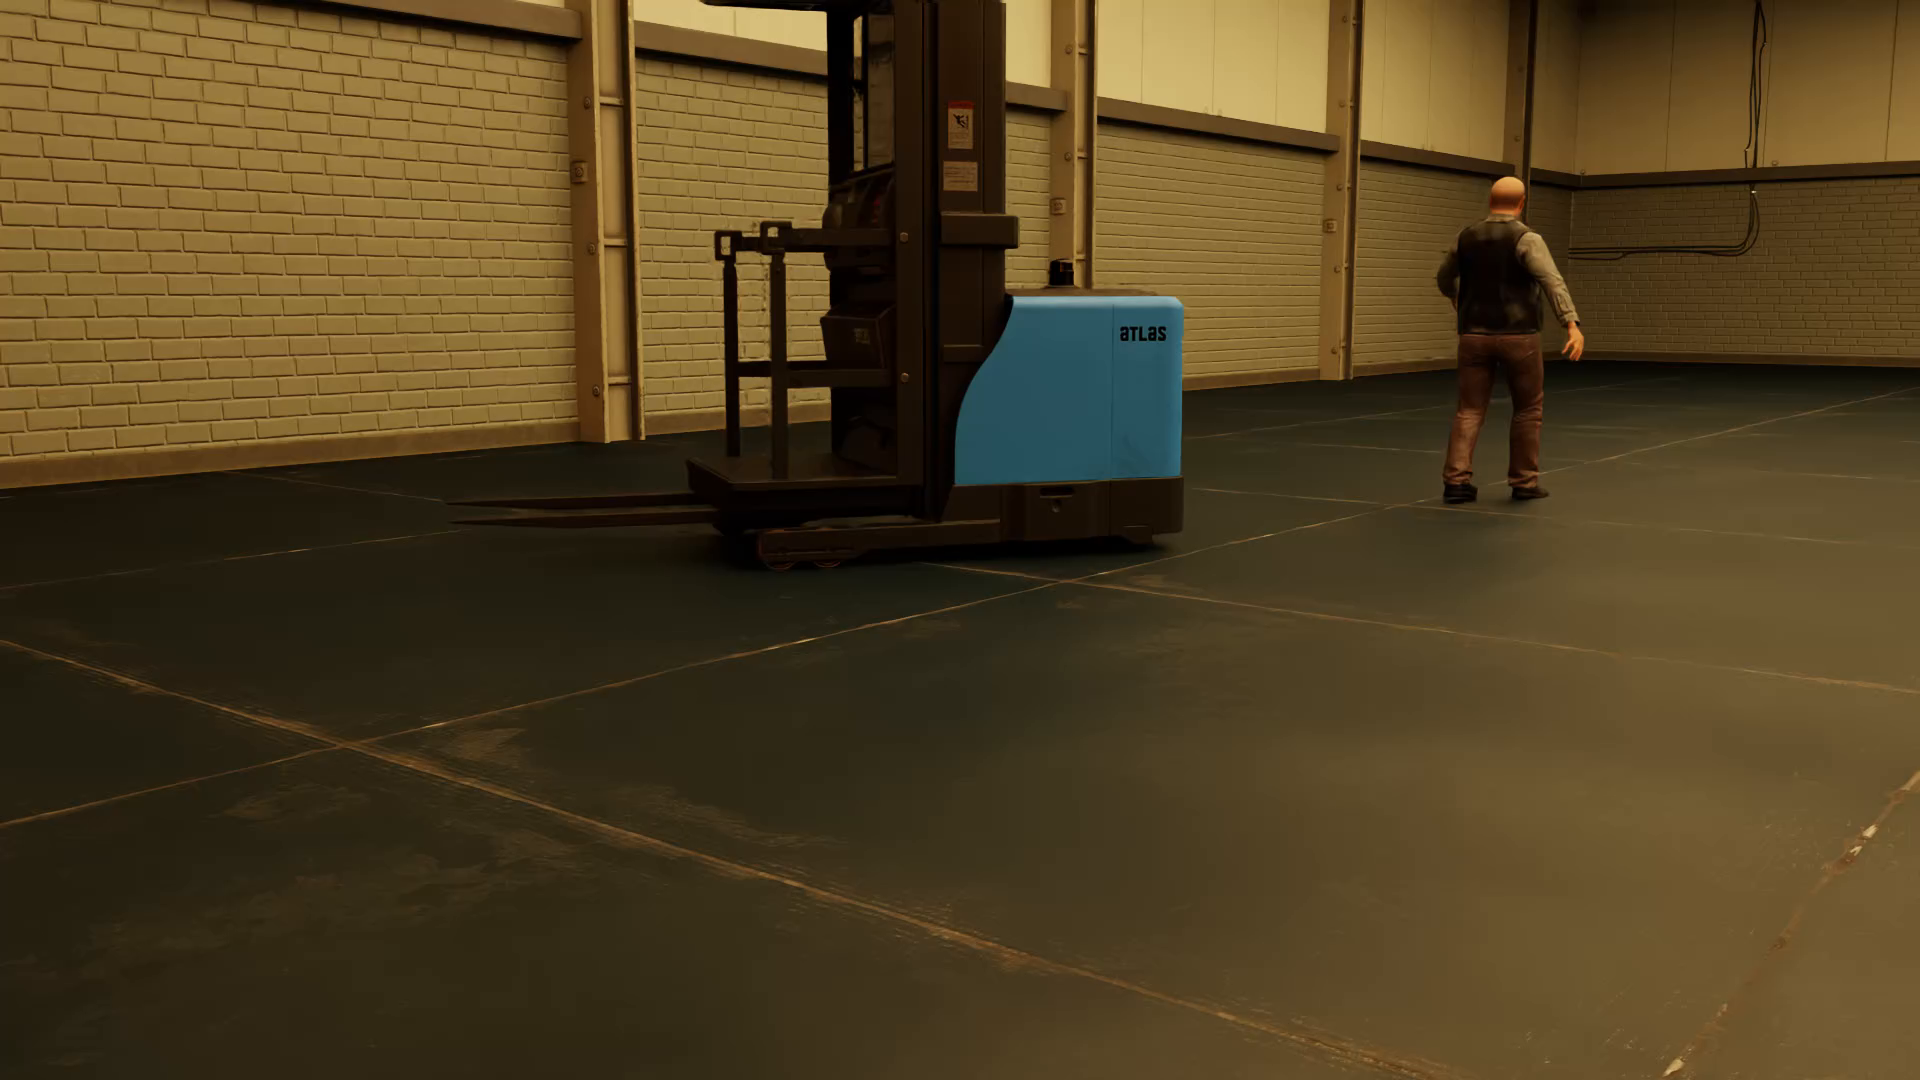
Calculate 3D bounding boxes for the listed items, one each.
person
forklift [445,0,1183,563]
[{"bbox_3d":[2.896,-0.993,8.777,0.943,1.591,0.756,8,11,42],"label":"person"},{"bbox_3d":[-0.613,-1.414,6.945,3.031,2.935,1.130,-3,9,-18],"label":"forklift"}]
